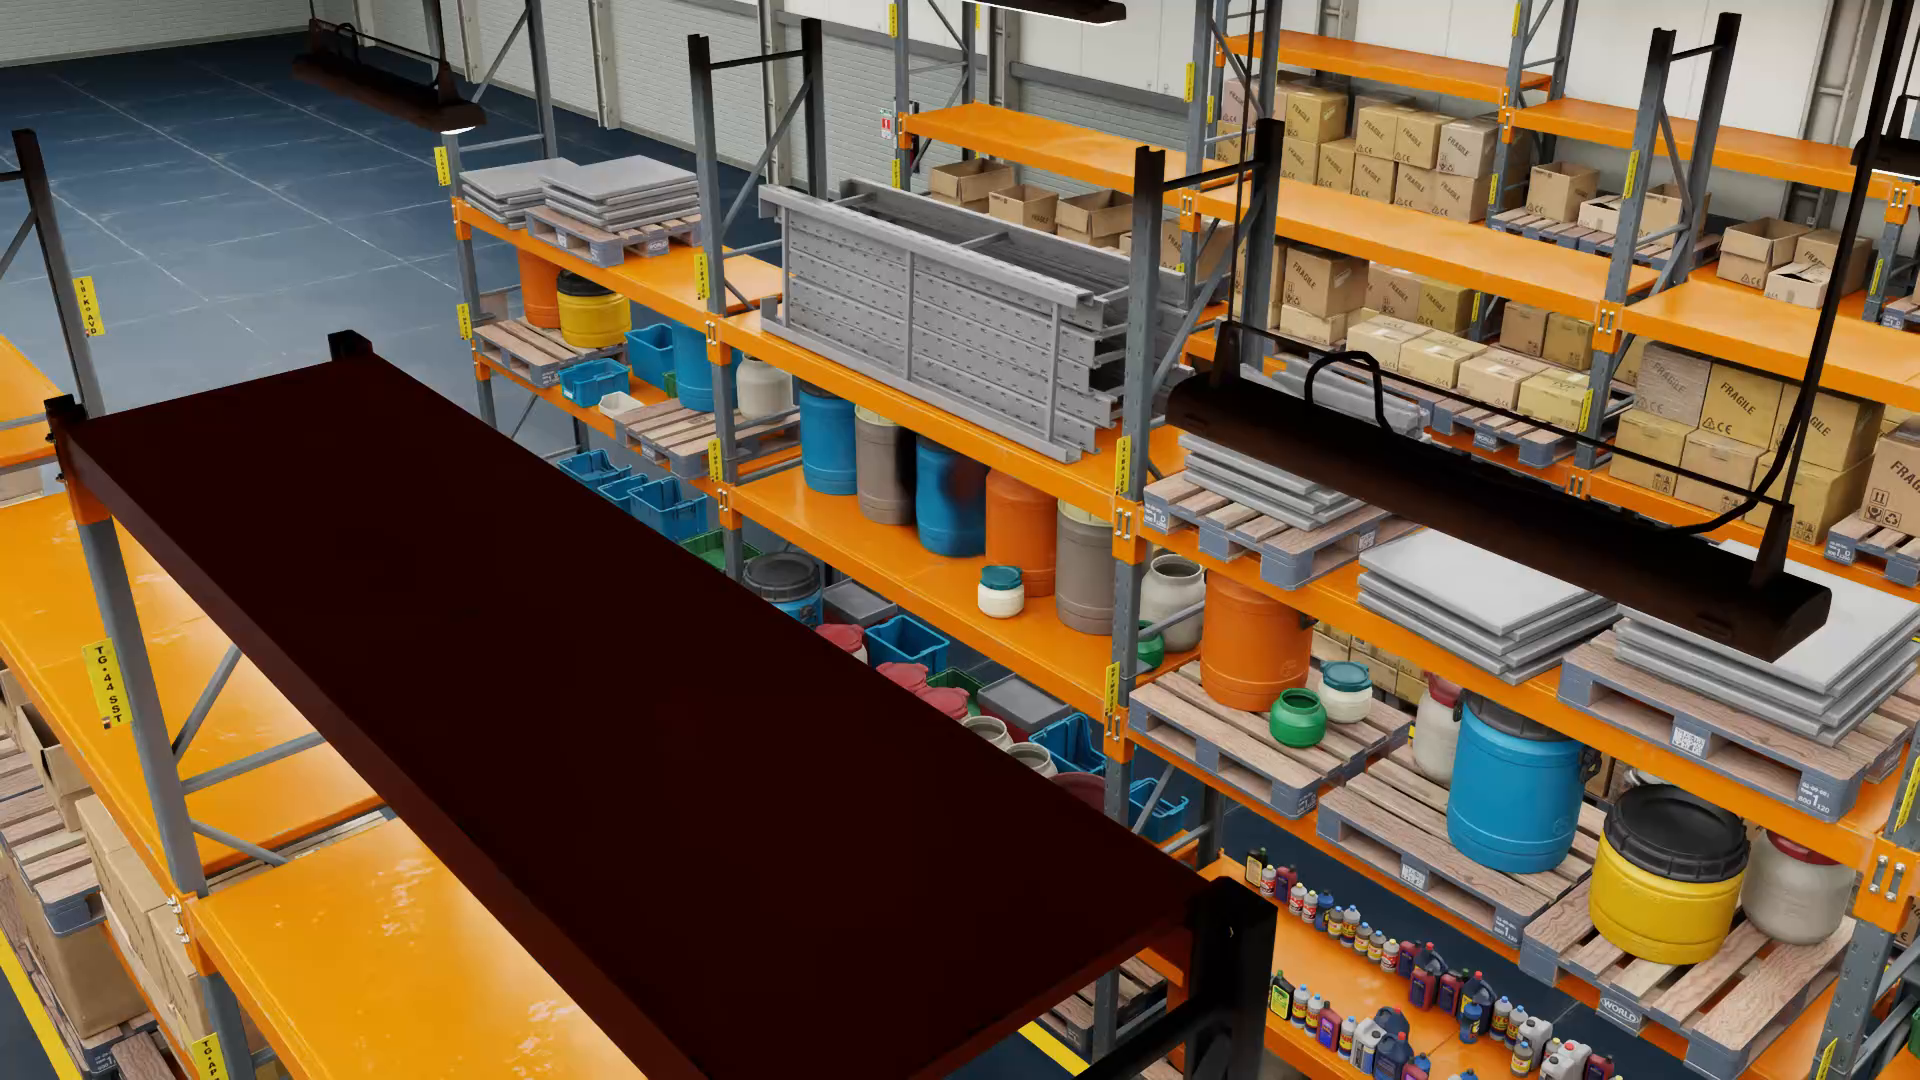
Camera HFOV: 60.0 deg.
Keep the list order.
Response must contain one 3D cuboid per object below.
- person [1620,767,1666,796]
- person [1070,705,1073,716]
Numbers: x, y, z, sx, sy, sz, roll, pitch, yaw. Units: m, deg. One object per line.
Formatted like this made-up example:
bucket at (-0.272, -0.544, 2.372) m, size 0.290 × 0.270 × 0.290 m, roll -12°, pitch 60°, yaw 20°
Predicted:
person at (4.424, 2.232, 11.264) m, size 0.642 × 1.730 × 1.028 m, roll -23°, pitch 35°, yaw -38°
person at (0.819, 1.088, 13.569) m, size 0.409 × 1.860 × 0.584 m, roll -1°, pitch 27°, yaw -1°
